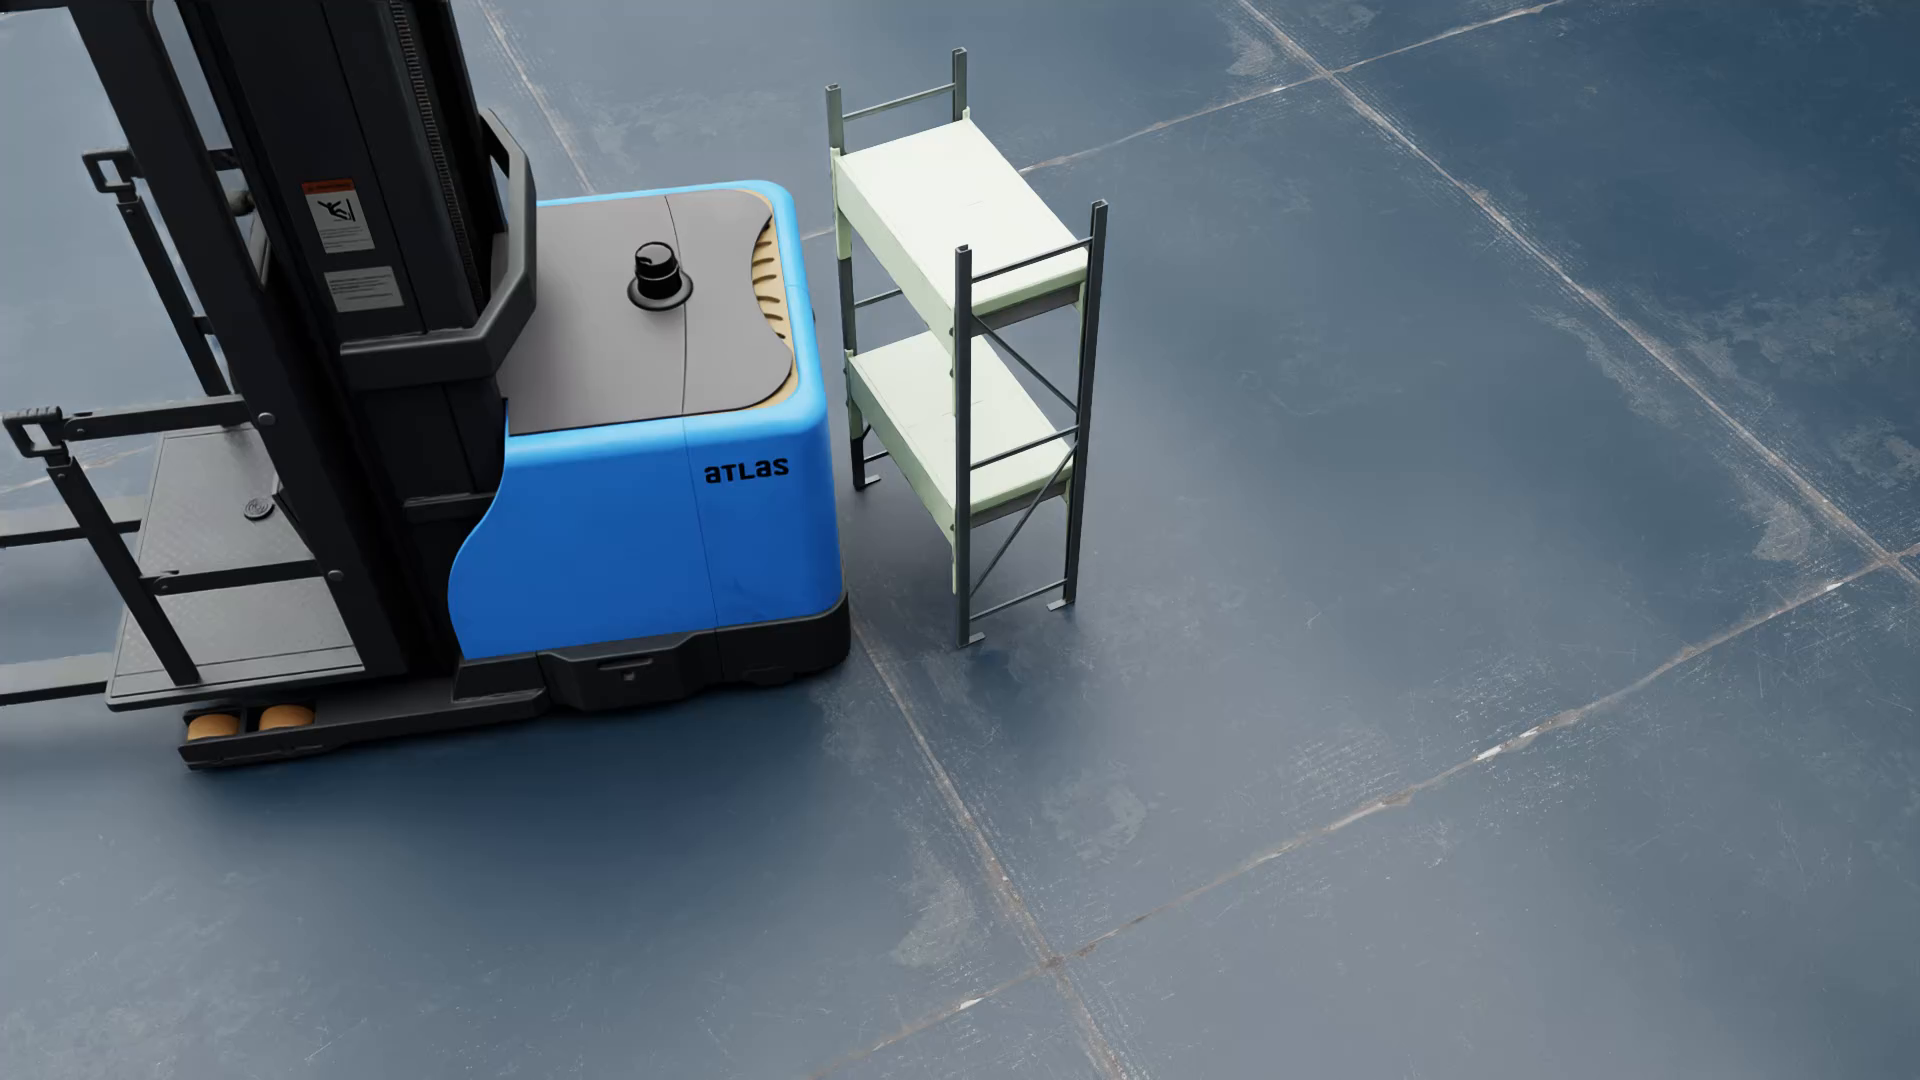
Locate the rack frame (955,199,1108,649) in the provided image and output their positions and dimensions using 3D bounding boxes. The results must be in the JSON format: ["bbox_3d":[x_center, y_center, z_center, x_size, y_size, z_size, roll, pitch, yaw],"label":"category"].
[{"bbox_3d":[0.171,-0.244,4.467,0.400,1.500,0.023,-21,52,-18],"label":"rack frame"}]

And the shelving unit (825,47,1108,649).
[{"bbox_3d":[0.003,-0.489,4.682,0.431,1.500,0.755,-21,52,-18],"label":"shelving unit"}]

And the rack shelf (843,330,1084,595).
[{"bbox_3d":[0.003,-0.275,4.927,0.431,0.370,0.720,-21,52,-18],"label":"rack shelf"}]

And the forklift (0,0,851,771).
[{"bbox_3d":[-1.885,-0.754,3.963,3.031,2.935,1.130,-7,49,-6],"label":"forklift"}]

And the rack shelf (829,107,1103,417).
[{"bbox_3d":[0.003,-0.746,4.388,0.431,0.370,0.720,-21,52,-18],"label":"rack shelf"}]

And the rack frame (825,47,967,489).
[{"bbox_3d":[-0.164,-0.734,4.896,0.400,1.500,0.023,-21,52,-18],"label":"rack frame"}]
